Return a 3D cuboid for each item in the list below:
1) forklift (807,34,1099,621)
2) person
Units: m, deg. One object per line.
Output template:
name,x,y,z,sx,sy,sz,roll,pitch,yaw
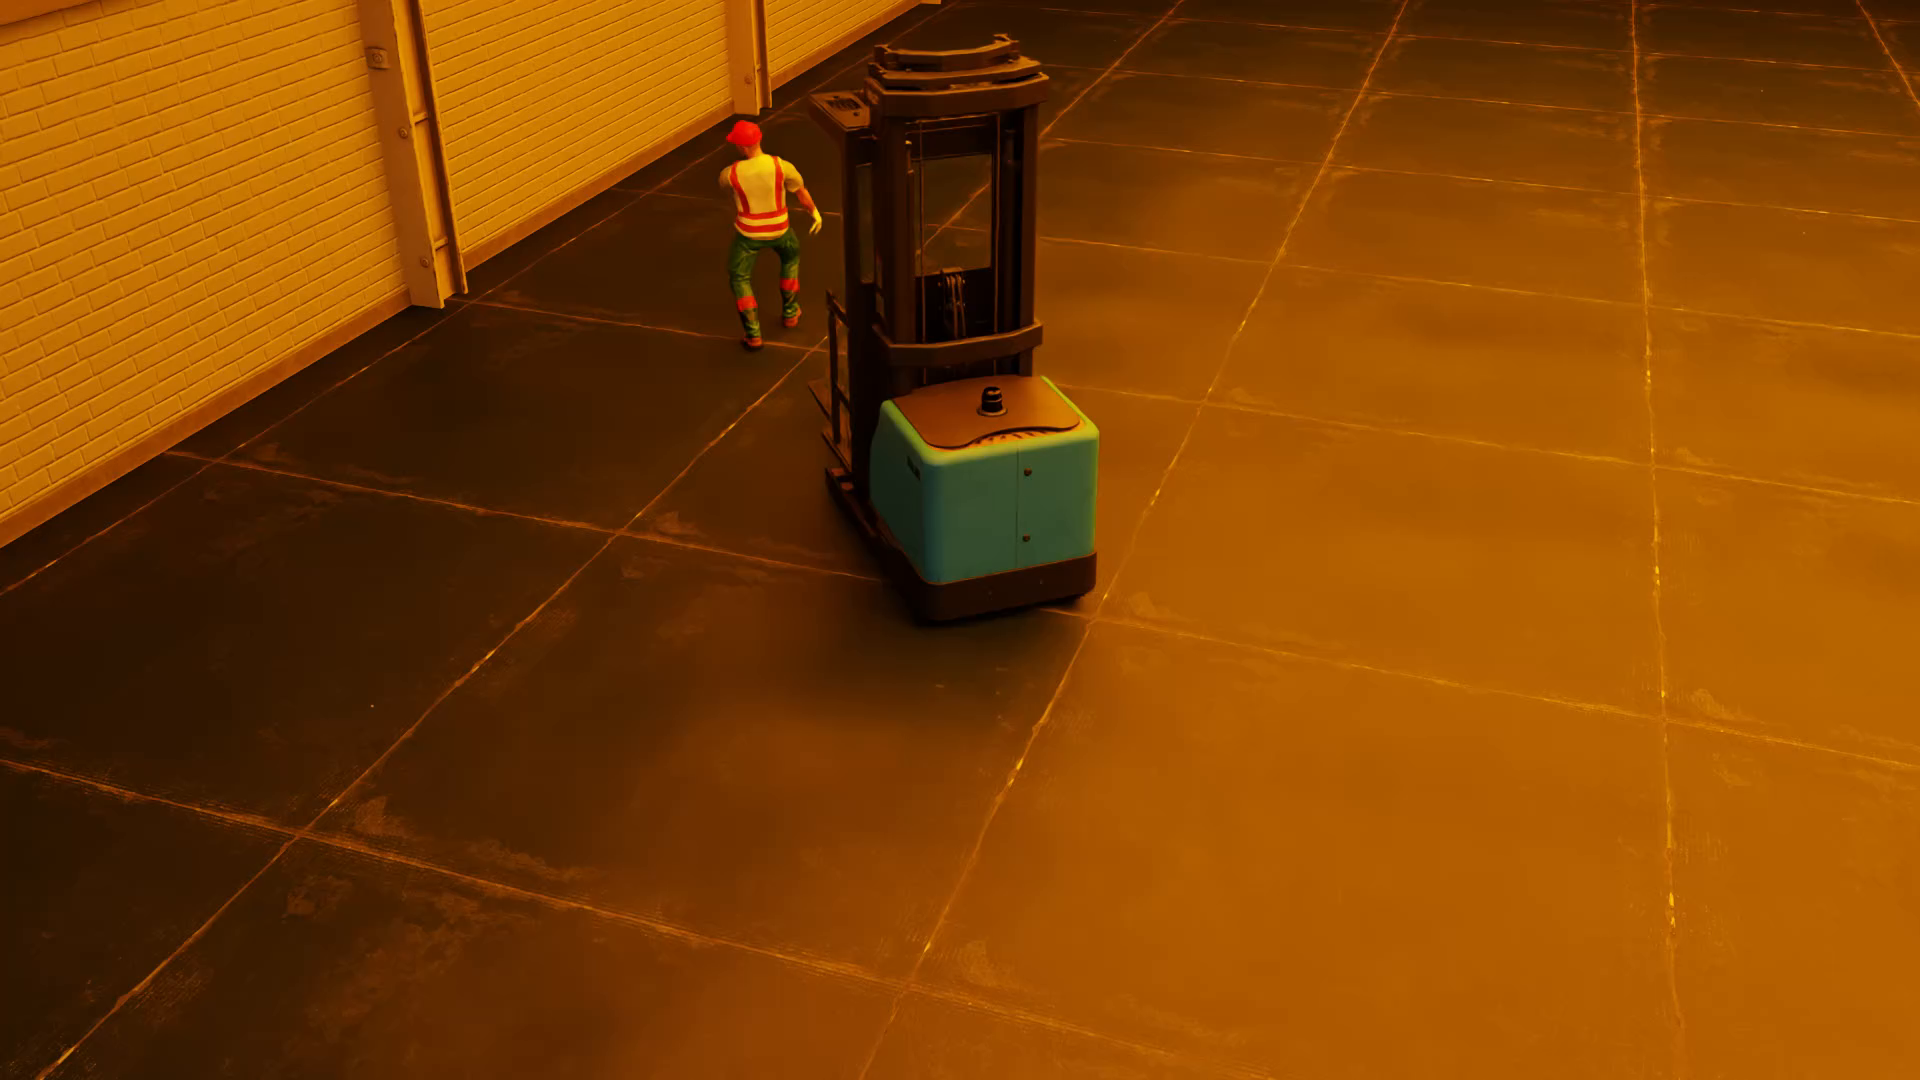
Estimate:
forklift,-0.217,-1.540,9.838,1.130,2.935,3.031,-10,31,-18
person,-1.439,-2.407,12.630,0.773,1.678,0.867,-12,32,-19
